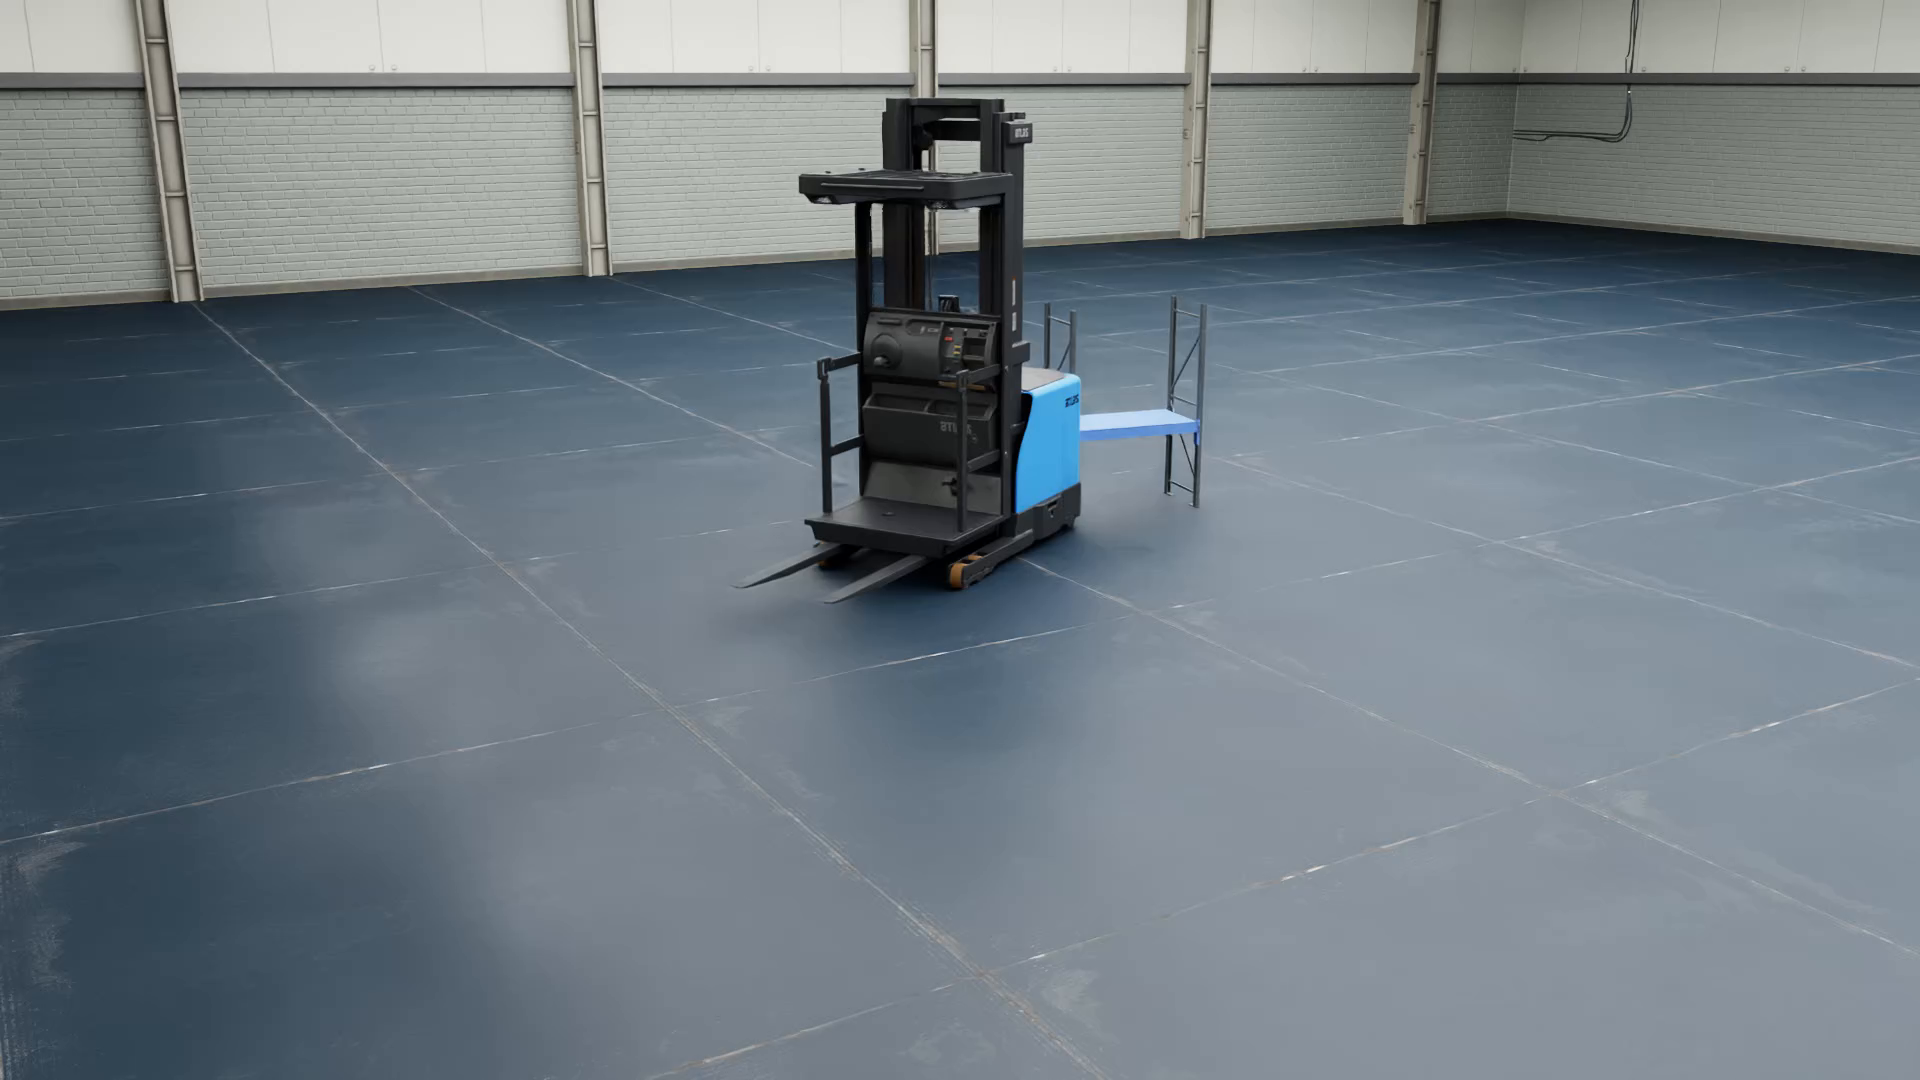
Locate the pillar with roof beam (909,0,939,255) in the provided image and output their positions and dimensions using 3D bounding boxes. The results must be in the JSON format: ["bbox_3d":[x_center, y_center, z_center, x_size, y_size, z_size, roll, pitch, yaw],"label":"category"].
[{"bbox_3d":[1.595,-8.392,24.676,0.400,9.000,9.100,-9,18,-30],"label":"pillar with roof beam"}]

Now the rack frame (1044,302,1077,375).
[{"bbox_3d":[0.708,-0.928,11.940,0.032,1.500,0.500,-6,17,-19],"label":"rack frame"}]

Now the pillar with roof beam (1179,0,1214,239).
[{"bbox_3d":[6.738,-9.226,27.651,0.400,9.000,9.100,-9,18,-30],"label":"pillar with roof beam"}]

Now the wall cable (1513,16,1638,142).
[{"bbox_3d":[12.870,-9.665,34.968,0.112,2.526,3.097,-9,18,-30],"label":"wall cable"}]

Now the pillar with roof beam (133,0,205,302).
[{"bbox_3d":[-8.692,-6.724,18.725,0.400,9.000,9.100,-9,18,-30],"label":"pillar with roof beam"}]

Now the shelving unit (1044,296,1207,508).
[{"bbox_3d":[1.185,-0.975,12.109,1.048,1.500,0.538,-6,17,-19],"label":"shelving unit"}]

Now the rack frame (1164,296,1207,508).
[{"bbox_3d":[1.662,-1.022,12.279,0.032,1.500,0.500,-6,17,-19],"label":"rack frame"}]

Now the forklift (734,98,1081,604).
[{"bbox_3d":[-0.295,-1.244,10.417,1.130,2.935,3.031,8,18,27],"label":"forklift"}]

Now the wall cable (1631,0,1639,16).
[{"bbox_3d":[14.263,-11.471,32.054,0.112,2.526,3.097,-9,18,-30],"label":"wall cable"}]

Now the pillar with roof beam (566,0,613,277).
[{"bbox_3d":[-3.549,-7.558,21.701,0.400,9.000,9.100,-9,18,-30],"label":"pillar with roof beam"}]

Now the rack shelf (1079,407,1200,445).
[{"bbox_3d":[1.185,-0.802,12.158,1.000,0.185,0.538,-6,17,-19],"label":"rack shelf"}]

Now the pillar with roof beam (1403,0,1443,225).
[{"bbox_3d":[11.881,-10.060,30.627,0.400,9.000,9.100,-9,18,-30],"label":"pillar with roof beam"}]
